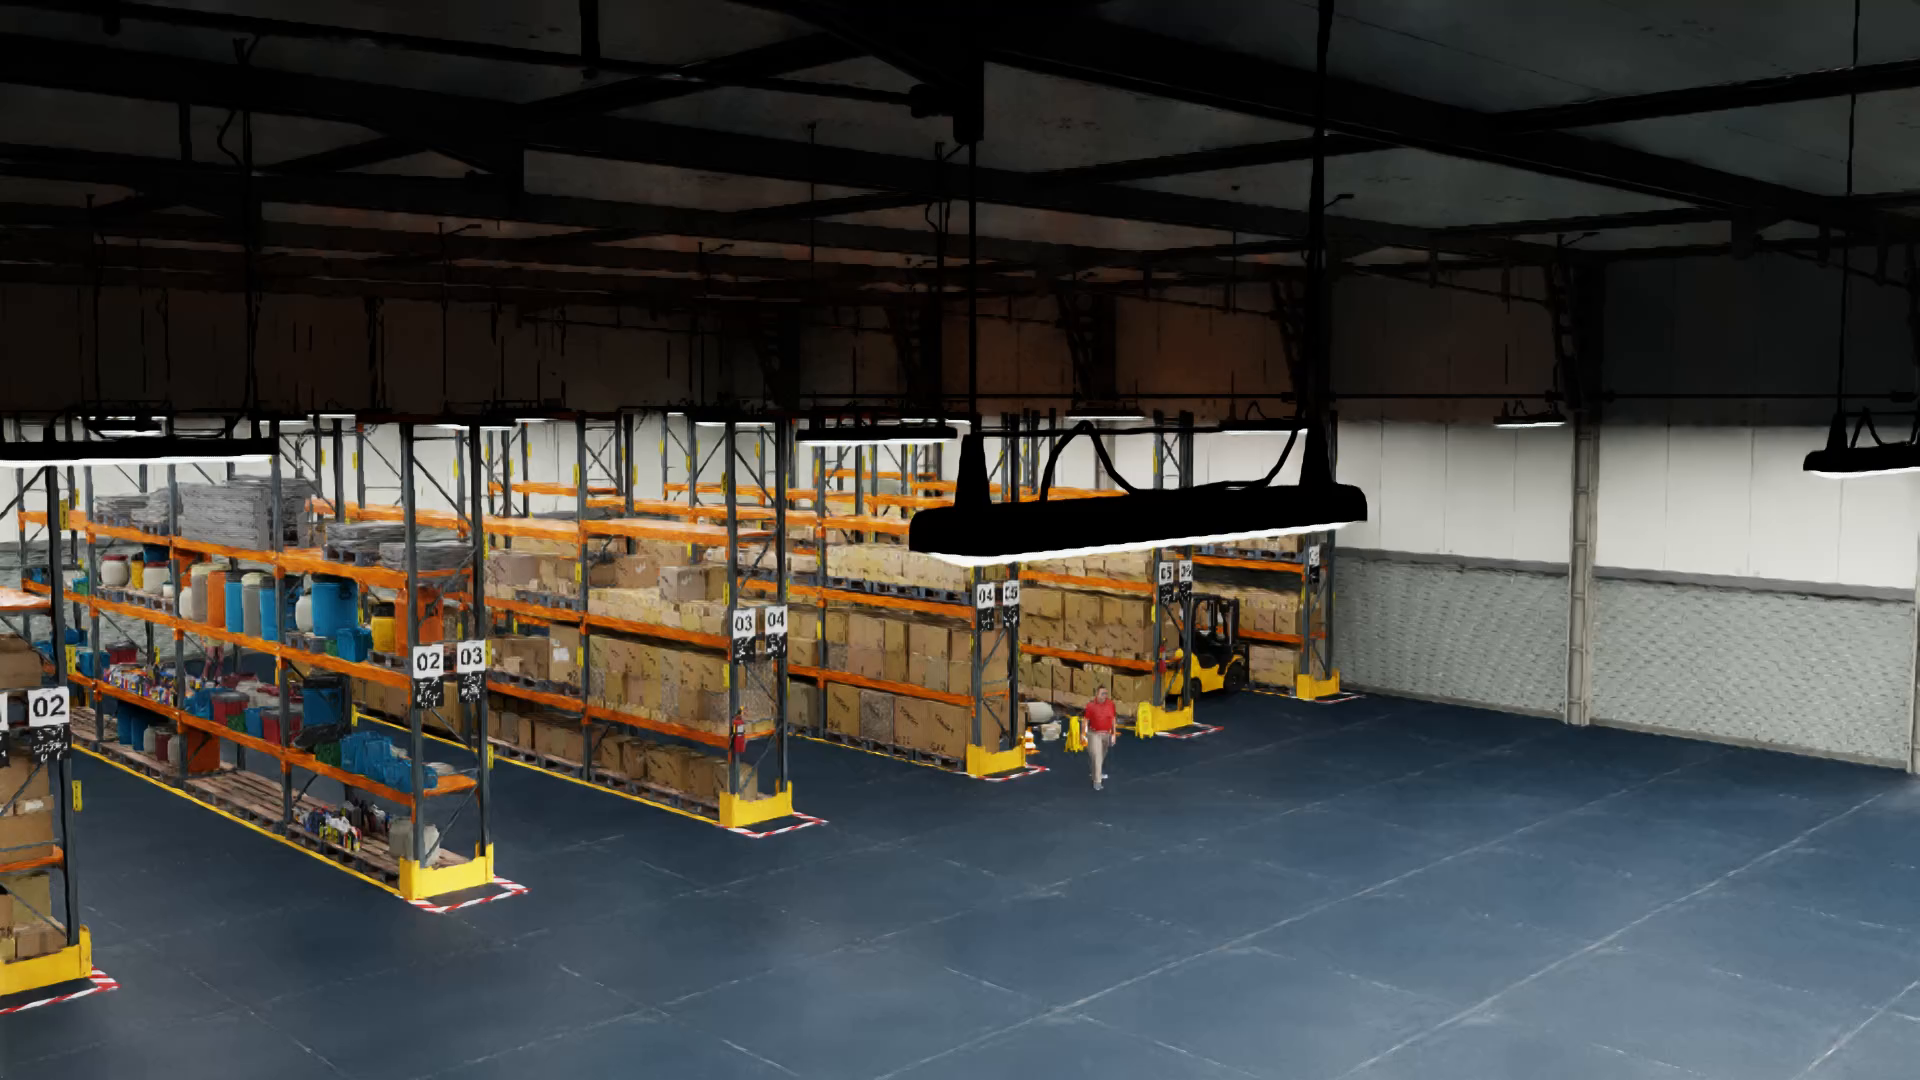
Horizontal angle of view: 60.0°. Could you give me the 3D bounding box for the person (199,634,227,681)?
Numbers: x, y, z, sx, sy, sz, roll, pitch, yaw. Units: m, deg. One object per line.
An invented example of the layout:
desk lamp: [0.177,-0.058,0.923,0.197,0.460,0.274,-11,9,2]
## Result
person: [-16.557,2.329,36.900,0.507,1.619,0.598,5,7,44]

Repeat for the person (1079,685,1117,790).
person: [2.252,3.160,26.963,0.584,1.664,0.982,-2,5,-23]
